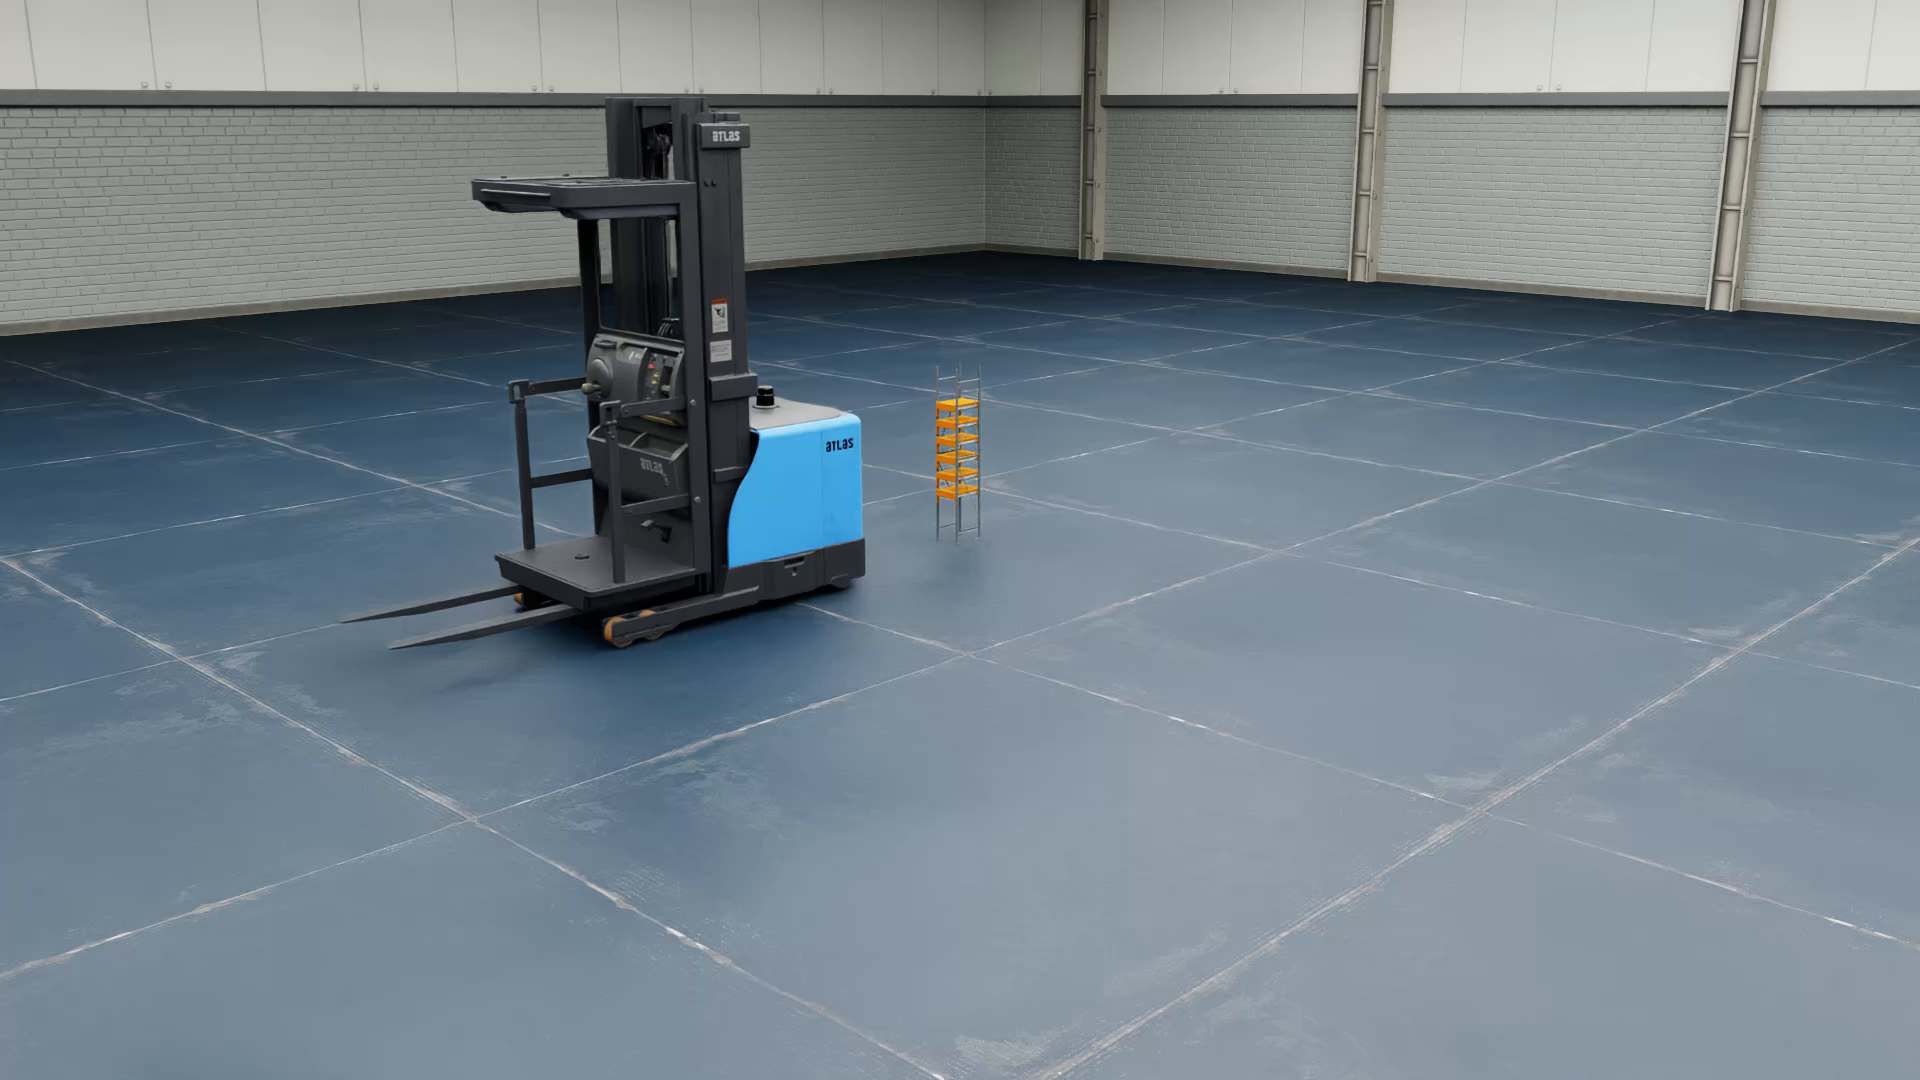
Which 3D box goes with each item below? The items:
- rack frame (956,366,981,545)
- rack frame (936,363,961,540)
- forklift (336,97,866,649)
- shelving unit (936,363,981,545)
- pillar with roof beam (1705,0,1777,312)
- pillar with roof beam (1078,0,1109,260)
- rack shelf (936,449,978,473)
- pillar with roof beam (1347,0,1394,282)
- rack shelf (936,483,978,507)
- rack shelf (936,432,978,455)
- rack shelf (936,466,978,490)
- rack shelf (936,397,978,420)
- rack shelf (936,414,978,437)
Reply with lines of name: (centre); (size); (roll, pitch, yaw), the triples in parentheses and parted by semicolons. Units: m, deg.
rack frame: (0.055, -0.567, 11.229); (0.006, 1.200, 0.240); (14, 20, 42)
rack frame: (-0.076, -0.599, 11.352); (0.006, 1.200, 0.240); (14, 20, 42)
forklift: (-2.009, -0.974, 9.357); (3.031, 2.935, 1.130); (-13, 20, -41)
shelving unit: (-0.010, -0.583, 11.291); (0.189, 1.200, 0.258); (14, 20, 42)
pillar with roof beam: (8.210, -6.957, 20.285); (0.400, 9.000, 9.100); (14, 20, 42)
pillar with roof beam: (-0.429, -9.057, 28.345); (0.400, 9.000, 9.100); (14, 20, 42)
rack shelf: (-0.010, -0.540, 11.302); (0.180, 0.103, 0.258); (14, 20, 42)
pillar with roof beam: (3.891, -8.007, 24.315); (0.400, 9.000, 9.100); (14, 20, 42)
rack shelf: (-0.010, -0.308, 11.362); (0.180, 0.103, 0.258); (14, 20, 42)
rack shelf: (-0.010, -0.656, 11.271); (0.180, 0.103, 0.258); (14, 20, 42)
rack shelf: (-0.010, -0.424, 11.332); (0.180, 0.103, 0.258); (14, 20, 42)
rack shelf: (-0.010, -0.889, 11.211); (0.180, 0.103, 0.258); (14, 20, 42)
rack shelf: (-0.010, -0.772, 11.241); (0.180, 0.103, 0.258); (14, 20, 42)
